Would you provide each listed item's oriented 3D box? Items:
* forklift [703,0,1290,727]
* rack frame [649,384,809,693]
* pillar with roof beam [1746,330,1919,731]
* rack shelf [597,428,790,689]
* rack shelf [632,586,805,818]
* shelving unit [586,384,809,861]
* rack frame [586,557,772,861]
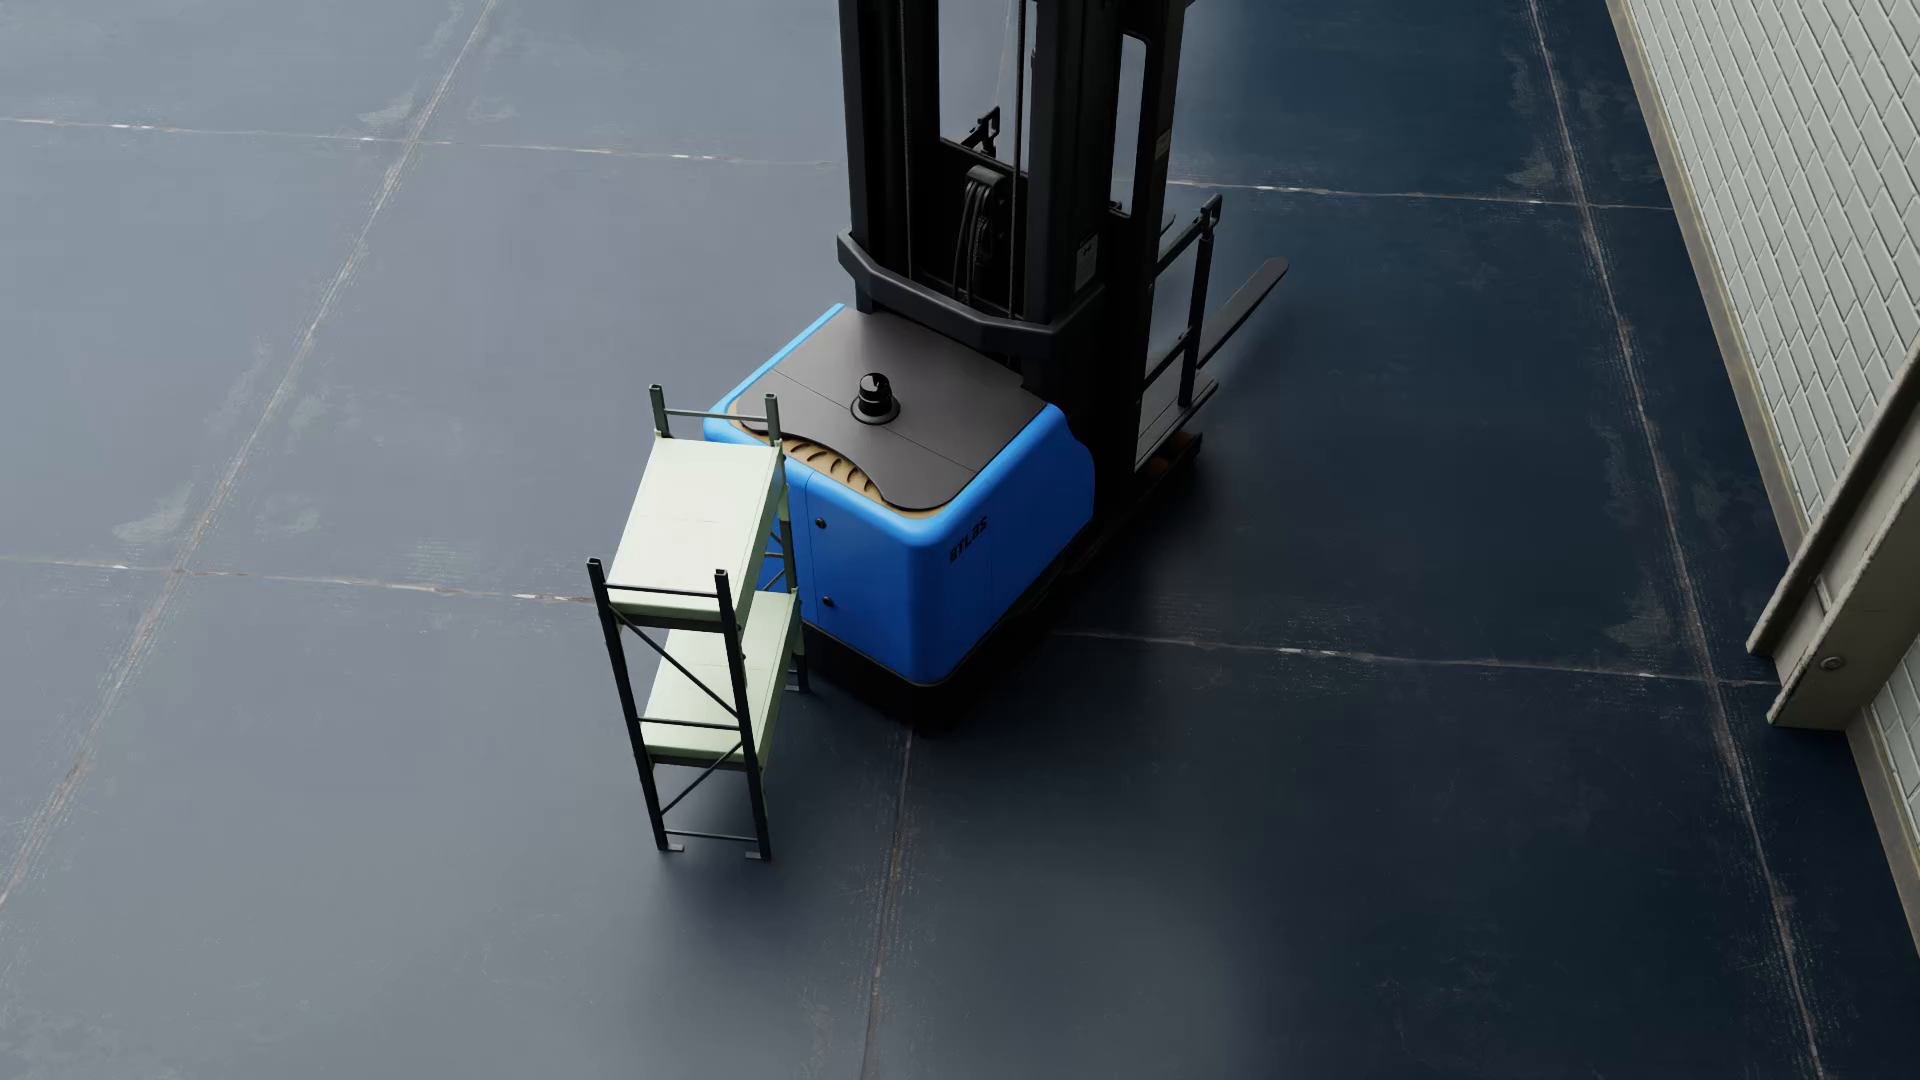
[{"bbox_3d":[0.363,-1.362,6.035,1.130,2.935,3.031,28,53,23],"label":"forklift"},{"bbox_3d":[-0.769,0.043,5.720,0.400,1.500,0.023,5,48,4],"label":"rack frame"},{"bbox_3d":[-1.121,-2.777,3.217,9.100,9.000,0.400,4,48,4],"label":"pillar with roof beam"},{"bbox_3d":[-0.811,0.048,5.186,0.431,0.370,0.720,5,48,4],"label":"rack shelf"},{"bbox_3d":[-0.811,0.532,5.715,0.431,0.370,0.720,5,48,4],"label":"rack shelf"},{"bbox_3d":[-0.811,0.312,5.474,0.431,1.500,0.755,5,48,4],"label":"shelving unit"},{"bbox_3d":[-0.853,0.580,5.229,0.400,1.500,0.023,5,48,4],"label":"rack frame"}]
